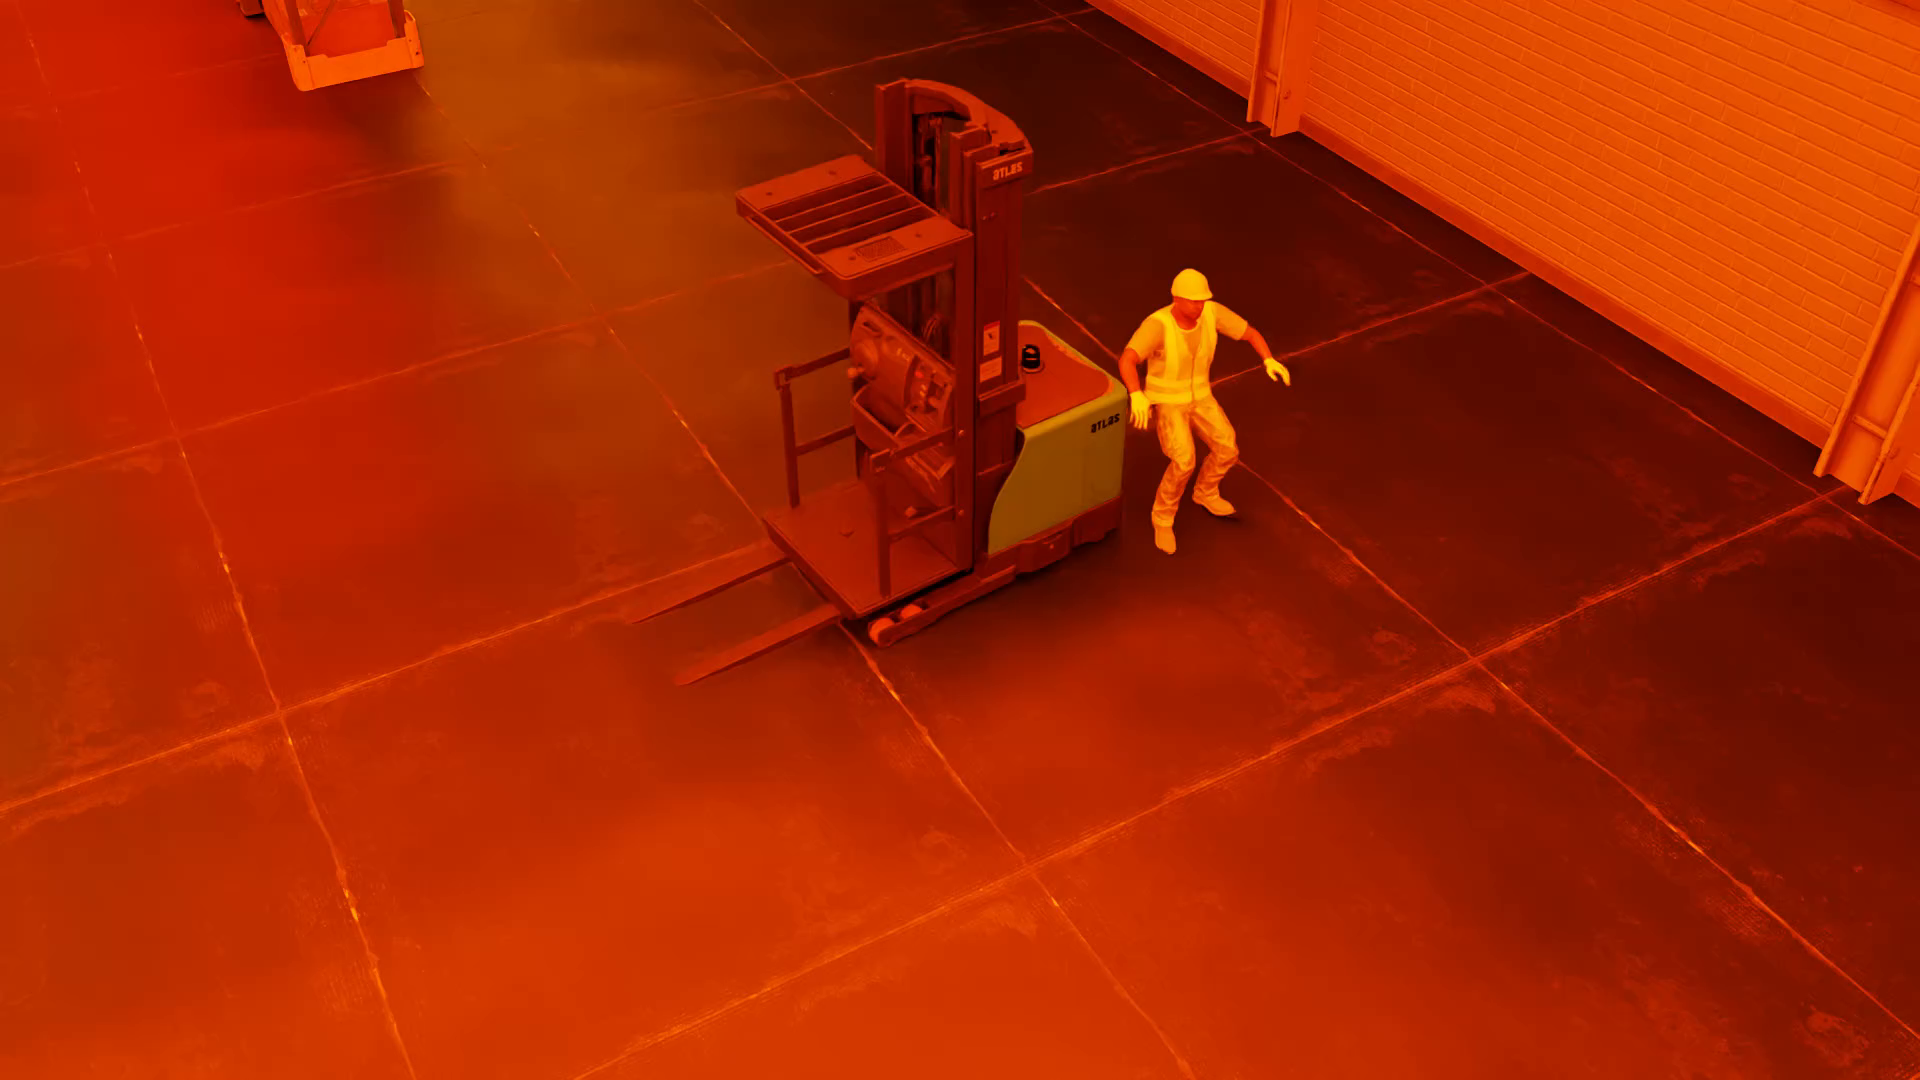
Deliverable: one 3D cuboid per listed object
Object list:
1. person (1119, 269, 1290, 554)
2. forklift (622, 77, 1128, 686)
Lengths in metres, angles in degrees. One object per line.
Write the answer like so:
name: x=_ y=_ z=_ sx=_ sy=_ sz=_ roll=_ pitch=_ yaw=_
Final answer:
person: x=1.398 y=-0.817 z=10.082 sx=0.998 sy=1.625 sz=0.761 roll=-21 pitch=44 yaw=-23
forklift: x=-0.494 y=-0.897 z=9.118 sx=3.031 sy=2.935 sz=1.130 roll=-24 pitch=45 yaw=-26
